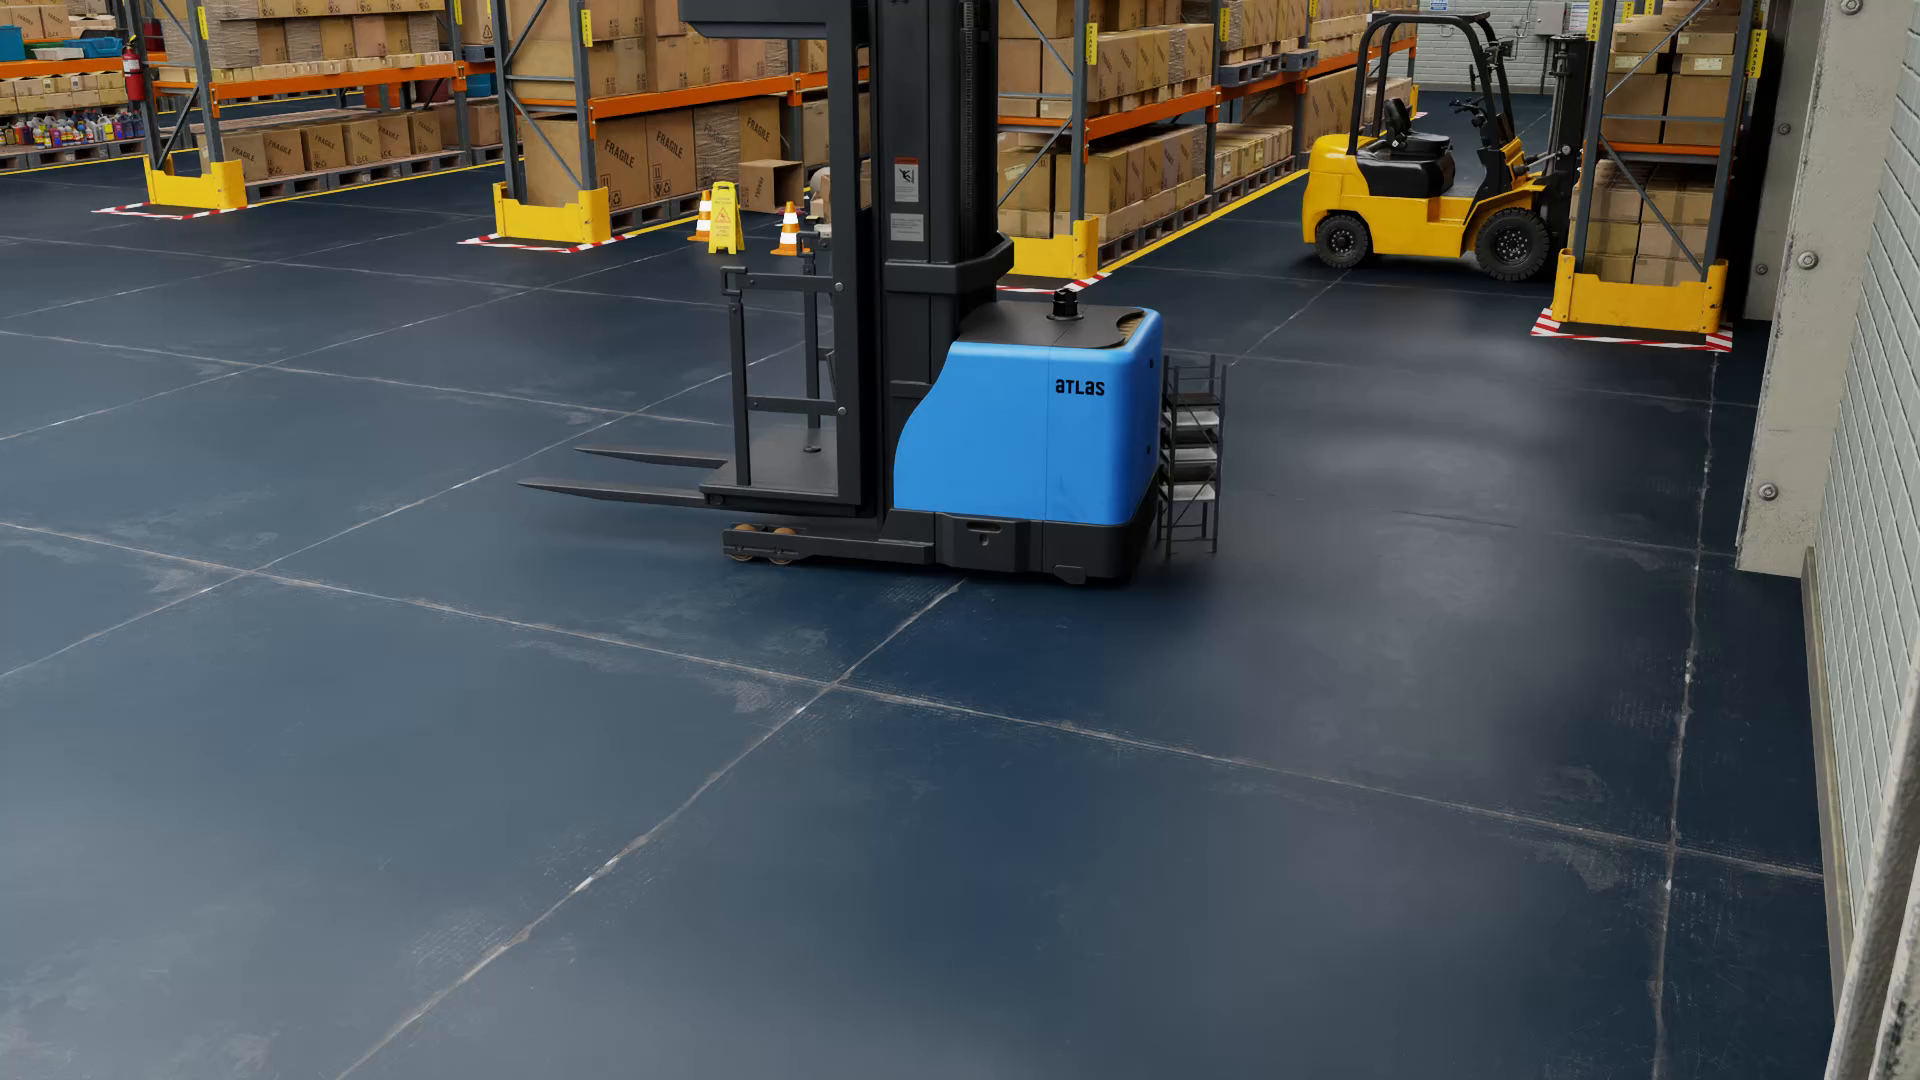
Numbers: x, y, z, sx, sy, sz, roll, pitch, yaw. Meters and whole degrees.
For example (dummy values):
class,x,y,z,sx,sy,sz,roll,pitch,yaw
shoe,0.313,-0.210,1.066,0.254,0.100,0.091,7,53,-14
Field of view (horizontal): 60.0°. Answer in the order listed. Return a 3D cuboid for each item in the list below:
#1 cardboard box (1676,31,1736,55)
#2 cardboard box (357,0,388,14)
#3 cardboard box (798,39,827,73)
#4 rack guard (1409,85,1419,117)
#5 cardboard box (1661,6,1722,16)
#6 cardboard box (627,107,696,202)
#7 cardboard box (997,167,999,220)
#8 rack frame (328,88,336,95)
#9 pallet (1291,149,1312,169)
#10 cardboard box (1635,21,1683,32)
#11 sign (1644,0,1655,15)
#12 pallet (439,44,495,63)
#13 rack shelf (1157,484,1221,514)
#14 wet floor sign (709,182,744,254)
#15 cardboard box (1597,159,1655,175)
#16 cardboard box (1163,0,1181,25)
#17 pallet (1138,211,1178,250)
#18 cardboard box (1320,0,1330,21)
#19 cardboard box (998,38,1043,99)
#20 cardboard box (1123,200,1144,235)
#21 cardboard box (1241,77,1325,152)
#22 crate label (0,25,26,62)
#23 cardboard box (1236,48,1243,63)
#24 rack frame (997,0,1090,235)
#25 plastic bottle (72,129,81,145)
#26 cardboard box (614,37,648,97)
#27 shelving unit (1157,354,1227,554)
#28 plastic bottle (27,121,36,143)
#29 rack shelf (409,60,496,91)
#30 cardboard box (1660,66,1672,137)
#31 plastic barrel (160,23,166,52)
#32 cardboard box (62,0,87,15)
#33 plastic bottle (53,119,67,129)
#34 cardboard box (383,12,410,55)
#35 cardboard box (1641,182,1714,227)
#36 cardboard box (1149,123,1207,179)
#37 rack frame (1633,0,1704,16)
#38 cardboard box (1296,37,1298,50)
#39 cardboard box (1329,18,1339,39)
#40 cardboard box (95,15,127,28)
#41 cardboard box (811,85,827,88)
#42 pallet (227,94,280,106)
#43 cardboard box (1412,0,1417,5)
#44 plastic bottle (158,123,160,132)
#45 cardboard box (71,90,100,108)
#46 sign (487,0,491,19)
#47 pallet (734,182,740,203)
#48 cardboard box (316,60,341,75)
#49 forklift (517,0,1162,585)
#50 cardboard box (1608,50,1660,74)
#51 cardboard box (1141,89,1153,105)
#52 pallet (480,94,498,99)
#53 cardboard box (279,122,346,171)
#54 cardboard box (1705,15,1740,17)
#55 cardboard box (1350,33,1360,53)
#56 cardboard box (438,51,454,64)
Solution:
class,x,y,z,sx,sy,sz,roll,pitch,yaw
cardboard box,5.444,-3.631,12.140,0.380,0.149,0.250,8,21,22
cardboard box,-7.164,-6.504,19.696,0.500,0.500,0.500,9,21,23
cardboard box,-1.877,-5.787,19.614,0.500,0.500,0.500,9,21,23
rack guard,7.143,-7.465,28.214,1.175,0.500,0.348,9,21,23
cardboard box,8.887,-6.281,20.373,0.797,0.503,0.637,8,21,21
cardboard box,-3.400,-4.075,17.495,0.875,0.875,0.875,8,21,22
cardboard box,0.539,-3.650,17.482,0.500,0.500,0.500,-9,22,-24
rack frame,-12.582,-10.133,31.985,1.000,3.000,0.127,9,21,23
pallet,4.249,-5.107,22.014,1.003,0.211,1.213,9,21,23
cardboard box,5.807,-4.240,13.854,0.380,0.149,0.250,9,21,23
sign,7.888,-6.090,19.006,0.100,0.325,0.005,9,21,23
pallet,-6.376,-6.450,21.916,1.003,0.211,1.213,9,21,23
rack shelf,1.074,-0.196,7.814,0.258,0.077,0.200,-2,20,-6
wet floor sign,-2.181,-3.003,15.450,0.267,0.644,0.232,5,20,13
cardboard box,5.631,-3.088,14.160,0.500,0.250,0.500,8,21,22
cardboard box,1.841,-5.521,16.931,0.700,0.500,0.500,8,21,22
pallet,1.478,-3.069,16.283,1.003,0.211,1.213,9,21,23
cardboard box,4.477,-6.978,21.473,0.500,0.500,0.500,9,21,23
cardboard box,0.552,-4.135,14.527,0.500,0.500,0.500,8,21,22
cardboard box,1.380,-3.010,15.434,0.500,0.250,0.500,9,22,25
cardboard box,4.216,-5.587,21.745,0.875,0.875,0.875,8,21,22
crate label,-12.471,-6.400,21.436,0.502,0.435,0.616,9,21,23
cardboard box,2.844,-5.247,17.996,0.380,0.149,0.250,9,21,24
rack frame,0.581,-3.744,14.021,1.000,3.000,0.127,9,21,23
plastic bottle,-11.730,-5.350,22.055,0.097,0.201,0.097,0,20,0
cardboard box,-3.660,-4.754,16.637,0.875,0.550,0.550,9,21,23
shelving unit,1.074,-0.397,7.743,0.258,0.900,0.210,-2,20,-6
plastic bottle,-12.441,-5.445,22.211,0.152,0.276,0.135,8,21,21
rack shelf,-6.003,-6.599,23.123,1.077,0.370,4.000,9,21,23
cardboard box,5.294,-3.455,13.059,0.500,0.500,0.500,9,22,24
plastic barrel,-10.906,-7.319,23.325,0.600,0.901,0.708,9,21,23
cardboard box,-17.475,-10.523,32.458,0.500,0.500,0.500,9,21,23
plastic bottle,-12.155,-5.540,22.480,0.152,0.276,0.135,9,21,23
cardboard box,-7.299,-6.237,20.437,0.875,0.500,0.500,9,21,23
cardboard box,5.481,-2.559,12.672,0.500,0.250,0.500,8,21,22
cardboard box,2.222,-4.005,17.112,0.500,0.500,0.500,8,21,22
rack frame,6.749,-4.287,15.548,1.000,3.000,0.127,9,21,23
cardboard box,3.894,-6.045,20.239,0.380,0.149,0.250,9,21,24
cardboard box,4.718,-6.784,22.047,0.500,0.250,0.500,8,21,22
cardboard box,-14.409,-8.763,28.266,0.500,0.311,0.500,10,22,26
cardboard box,-2.834,-8.435,29.755,0.875,0.875,0.875,9,21,23
pallet,-13.379,-8.191,30.686,1.003,0.211,1.213,9,21,23
cardboard box,7.153,-8.974,27.084,0.500,0.500,0.500,9,22,24
plastic bottle,-11.204,-5.742,23.157,0.097,0.201,0.097,0,20,0
cardboard box,-14.629,-7.307,27.515,0.500,0.250,0.500,9,22,24
sign,-4.465,-5.129,15.832,0.100,0.325,0.005,9,21,23
pallet,-2.721,-4.080,19.126,1.003,0.211,1.213,9,21,23
cardboard box,-7.423,-5.486,19.292,0.380,0.149,0.250,9,21,23
forklift,-0.609,-1.433,7.623,3.031,2.935,1.130,5,20,13
cardboard box,4.998,-3.562,12.390,0.380,0.149,0.250,9,21,23
cardboard box,1.592,-4.171,15.596,0.380,0.149,0.250,8,21,21
pallet,-8.418,-7.908,29.891,1.003,0.211,1.213,9,21,23
cardboard box,-7.701,-4.689,19.781,0.500,0.500,0.500,11,22,28
cardboard box,6.894,-4.641,14.981,0.380,0.149,0.250,9,21,23
cardboard box,5.332,-7.015,23.441,0.500,0.250,0.500,8,21,22
cardboard box,-6.641,-6.103,21.027,0.380,0.149,0.250,9,21,23
